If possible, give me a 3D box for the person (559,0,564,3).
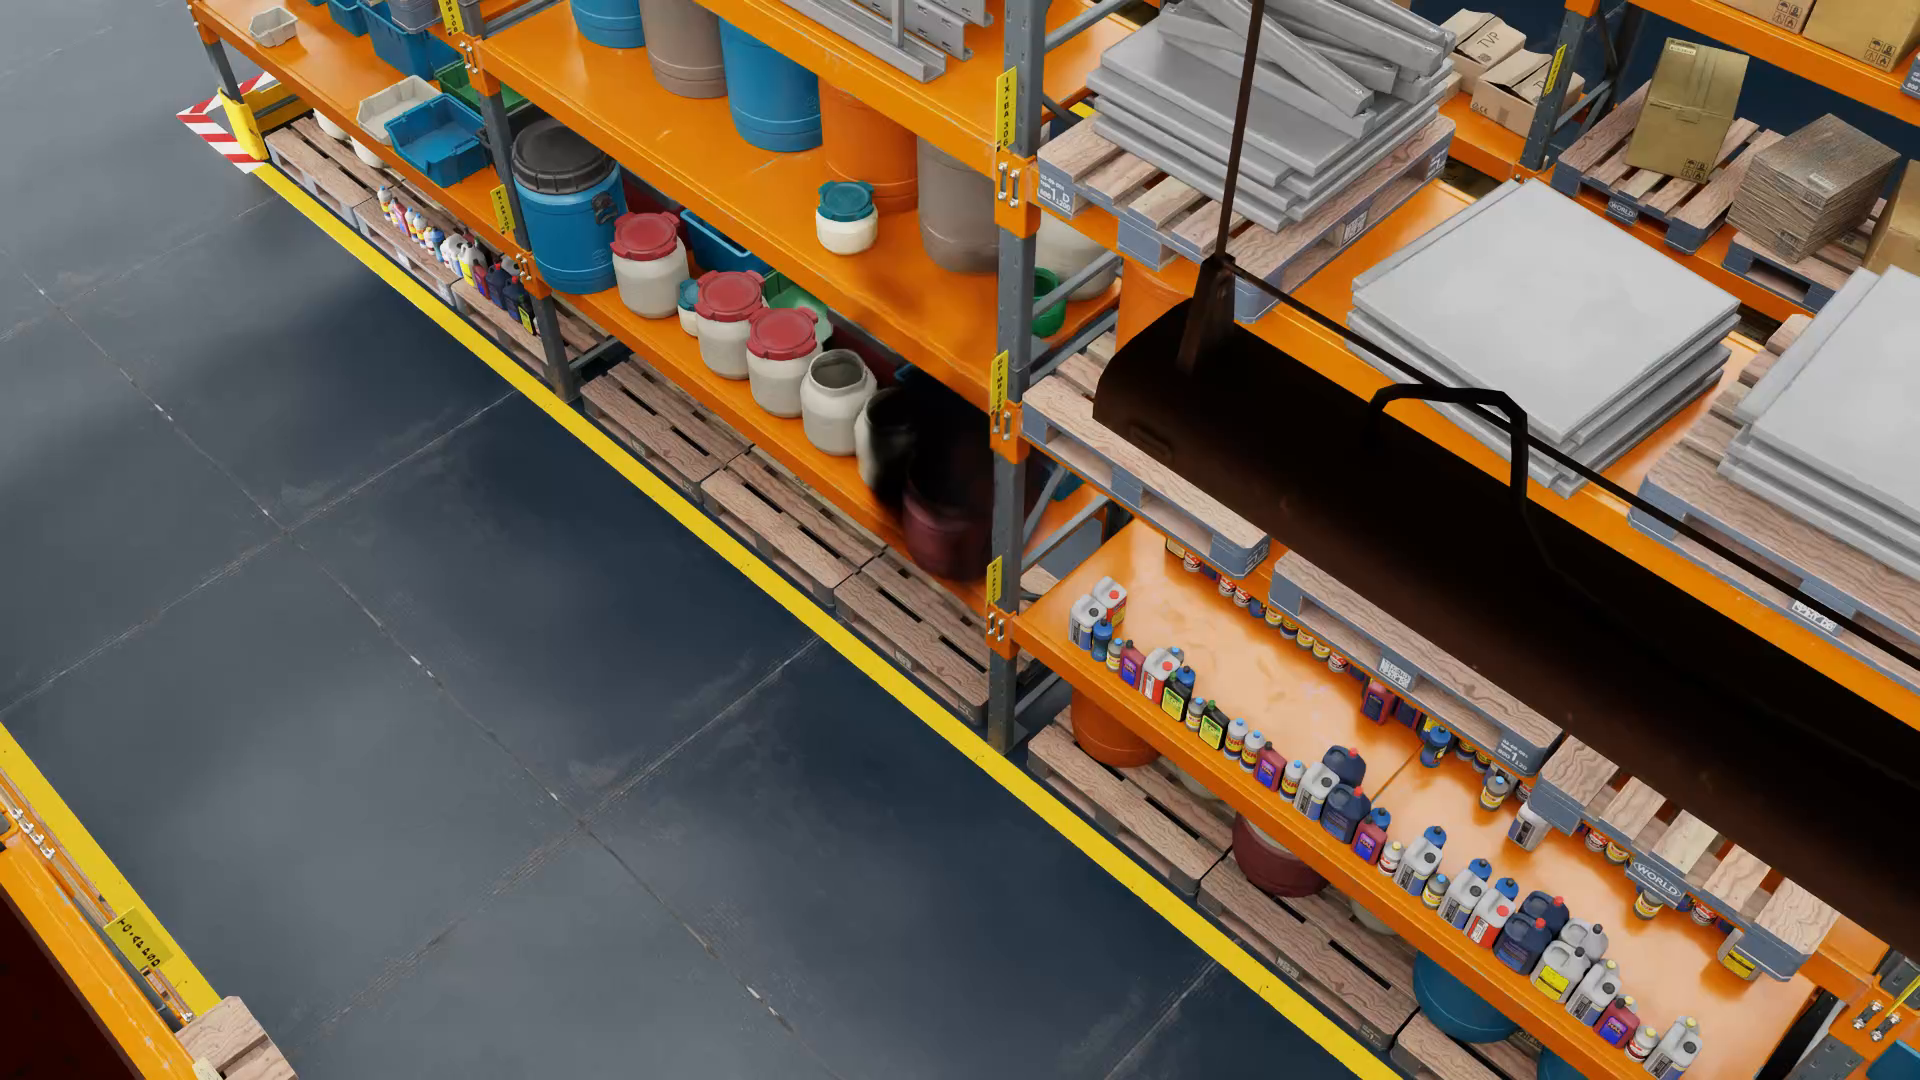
[{"bbox_3d":[-2.782,-4.018,12.591,0.817,1.844,0.683,31,57,23],"label":"person"}]
